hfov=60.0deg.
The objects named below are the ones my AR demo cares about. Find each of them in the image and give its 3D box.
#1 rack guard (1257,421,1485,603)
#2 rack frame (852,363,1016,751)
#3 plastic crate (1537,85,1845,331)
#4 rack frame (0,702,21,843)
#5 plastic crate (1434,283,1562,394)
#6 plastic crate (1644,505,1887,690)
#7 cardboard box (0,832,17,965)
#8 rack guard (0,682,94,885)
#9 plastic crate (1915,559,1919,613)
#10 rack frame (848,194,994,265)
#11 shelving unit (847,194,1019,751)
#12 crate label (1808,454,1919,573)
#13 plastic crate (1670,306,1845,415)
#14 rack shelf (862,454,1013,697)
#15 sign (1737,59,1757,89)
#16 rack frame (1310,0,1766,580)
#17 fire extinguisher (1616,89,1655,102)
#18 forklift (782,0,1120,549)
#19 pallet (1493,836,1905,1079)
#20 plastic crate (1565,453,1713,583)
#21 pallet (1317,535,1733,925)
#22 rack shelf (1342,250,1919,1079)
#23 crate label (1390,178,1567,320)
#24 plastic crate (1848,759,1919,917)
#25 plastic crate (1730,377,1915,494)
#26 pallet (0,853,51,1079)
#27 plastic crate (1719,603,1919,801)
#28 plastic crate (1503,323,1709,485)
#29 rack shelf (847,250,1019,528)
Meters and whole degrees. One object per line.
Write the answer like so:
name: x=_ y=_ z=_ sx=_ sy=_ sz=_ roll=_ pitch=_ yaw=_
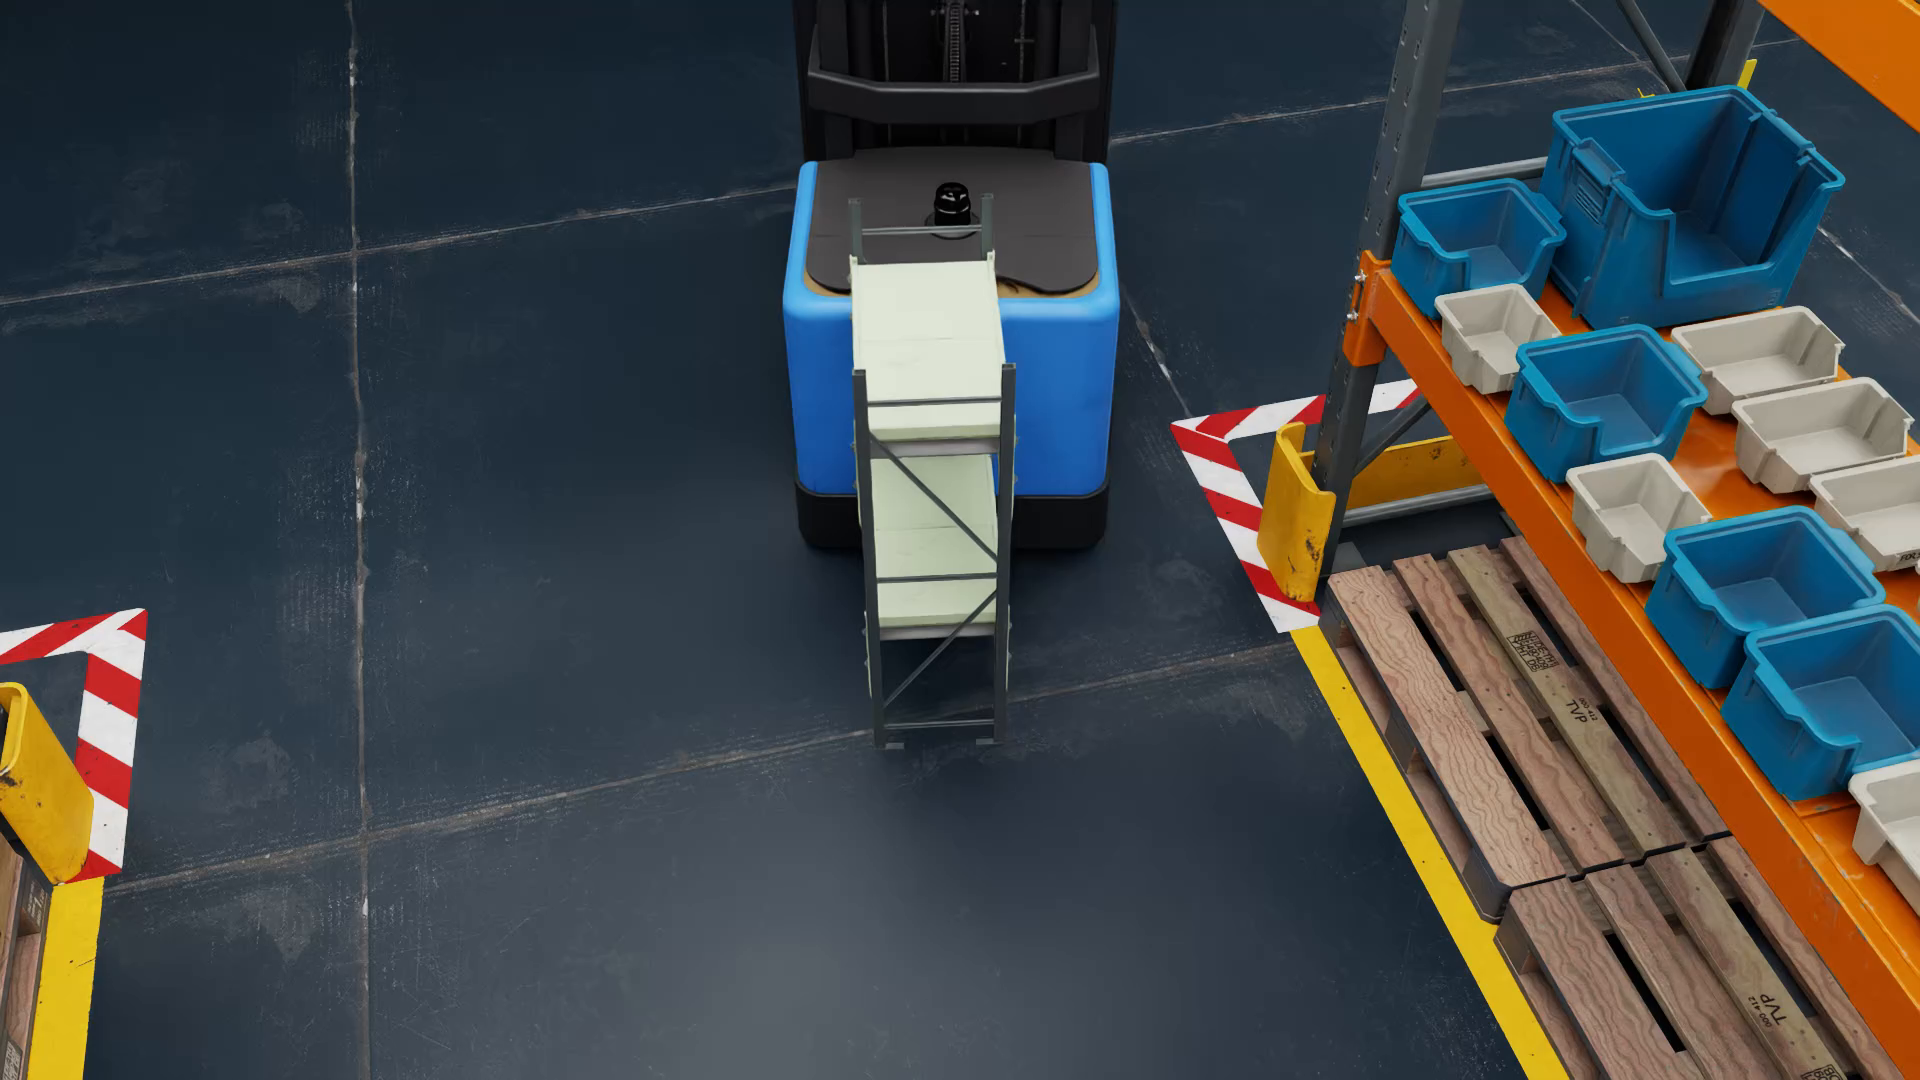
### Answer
rack guard: x=1.618 y=-0.181 z=5.577 sx=1.175 sy=0.500 sz=0.348 roll=-11 pitch=47 yaw=-10
rack frame: x=-0.063 y=0.108 z=4.594 sx=0.400 sy=1.500 sz=0.023 roll=-2 pitch=46 yaw=-2
plastic crate: x=1.903 y=-0.878 z=4.443 sx=0.616 sy=0.435 sz=0.499 roll=-11 pitch=47 yaw=-10
rack frame: x=-3.153 y=-0.139 z=3.786 sx=1.000 sy=3.000 sz=0.127 roll=-11 pitch=47 yaw=-10
plastic crate: x=1.383 y=-0.503 z=4.285 sx=0.250 sy=0.136 sz=0.298 roll=-11 pitch=47 yaw=-10
plastic crate: x=1.718 y=0.136 z=3.592 sx=0.416 sy=0.233 sz=0.300 roll=-11 pitch=47 yaw=-10
cardboard box: x=-2.776 y=0.913 z=4.197 sx=0.500 sy=0.500 sz=0.500 roll=-11 pitch=47 yaw=-10
rack guard: x=-3.134 y=0.789 z=4.627 sx=1.175 sy=0.500 sz=0.348 roll=-11 pitch=47 yaw=-10
plastic crate: x=2.269 y=0.151 z=3.644 sx=0.298 sy=0.136 sz=0.250 roll=-11 pitch=47 yaw=-10
rack frame: x=-0.107 y=-0.414 z=5.106 sx=0.400 sy=1.500 sz=0.023 roll=-2 pitch=46 yaw=-2
shelving unit: x=-0.085 y=-0.153 z=4.850 sx=0.431 sy=1.500 sz=0.755 roll=-2 pitch=46 yaw=-2
crate label: x=2.175 y=-0.050 z=3.841 sx=0.396 sy=0.136 sz=0.243 roll=-11 pitch=47 yaw=-10
plastic crate: x=2.020 y=-0.440 z=4.224 sx=0.396 sy=0.136 sz=0.243 roll=-11 pitch=47 yaw=-10
rack shelf: x=-0.085 y=0.075 z=5.083 sx=0.431 sy=0.370 sz=0.720 roll=-2 pitch=46 yaw=-2
sign: x=2.164 y=-1.211 z=4.722 sx=0.100 sy=0.325 sz=0.005 roll=-11 pitch=47 yaw=-10
rack frame: x=1.636 y=-1.042 z=4.671 sx=1.000 sy=3.000 sz=0.127 roll=-11 pitch=47 yaw=-10
fire extinguisher: x=2.037 y=-1.071 z=5.015 sx=0.296 sy=0.674 sz=0.183 roll=-11 pitch=47 yaw=-10
forklift: x=-0.014 y=-2.030 z=5.687 sx=1.130 sy=2.935 sz=3.031 roll=0 pitch=46 yaw=0
pallet: x=2.119 y=1.351 z=4.278 sx=1.003 sy=0.211 sz=1.213 roll=-11 pitch=47 yaw=-10
plastic crate: x=1.557 y=-0.035 z=3.827 sx=0.250 sy=0.136 sz=0.298 roll=-11 pitch=47 yaw=-10
pallet: x=1.810 y=0.511 z=5.102 sx=1.003 sy=0.211 sz=1.213 roll=-11 pitch=47 yaw=-10
rack shelf: x=2.148 y=0.591 z=3.574 sx=1.077 sy=0.370 sz=4.000 roll=-11 pitch=47 yaw=-10
crate label: x=1.381 y=-0.773 z=4.483 sx=0.416 sy=0.233 sz=0.303 roll=-11 pitch=47 yaw=-10
plastic crate: x=1.924 y=0.644 z=3.161 sx=0.293 sy=0.136 sz=0.466 roll=-11 pitch=47 yaw=-10
plastic crate: x=2.080 y=-0.238 z=4.025 sx=0.396 sy=0.136 sz=0.243 roll=-11 pitch=47 yaw=-10
pallet: x=-2.929 y=1.440 z=4.191 sx=1.003 sy=0.211 sz=1.213 roll=-11 pitch=47 yaw=-10
plastic crate: x=1.795 y=0.343 z=3.389 sx=0.416 sy=0.233 sz=0.300 roll=-11 pitch=47 yaw=-10
plastic crate: x=1.550 y=-0.319 z=4.038 sx=0.416 sy=0.233 sz=0.300 roll=-11 pitch=47 yaw=-10
rack shelf: x=-0.085 y=-0.426 z=4.571 sx=0.431 sy=0.370 sz=0.720 roll=-2 pitch=46 yaw=-2
